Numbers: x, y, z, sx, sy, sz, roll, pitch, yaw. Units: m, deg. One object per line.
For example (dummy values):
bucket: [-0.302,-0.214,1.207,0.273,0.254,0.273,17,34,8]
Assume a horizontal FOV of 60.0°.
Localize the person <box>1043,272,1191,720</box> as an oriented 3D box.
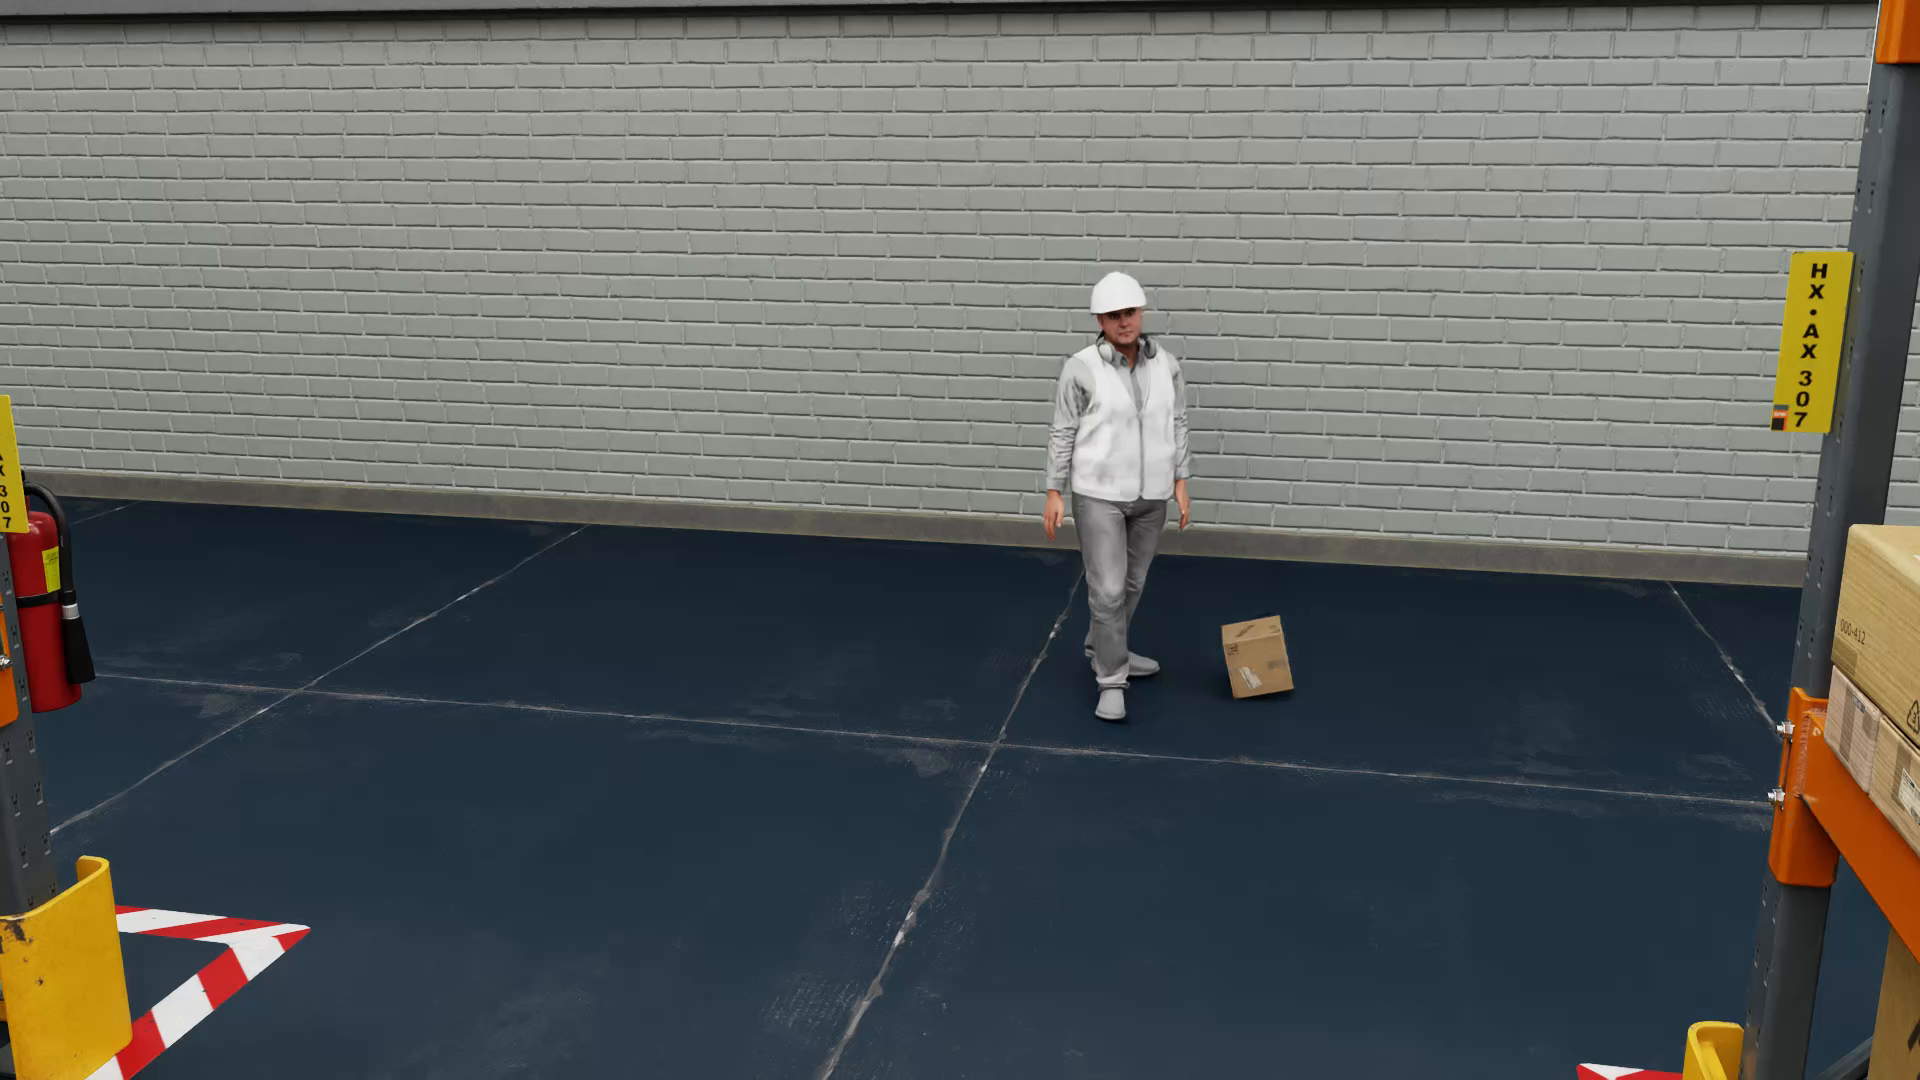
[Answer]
person: [0.628,-0.200,6.741,0.614,1.766,0.618,-6,16,-21]
